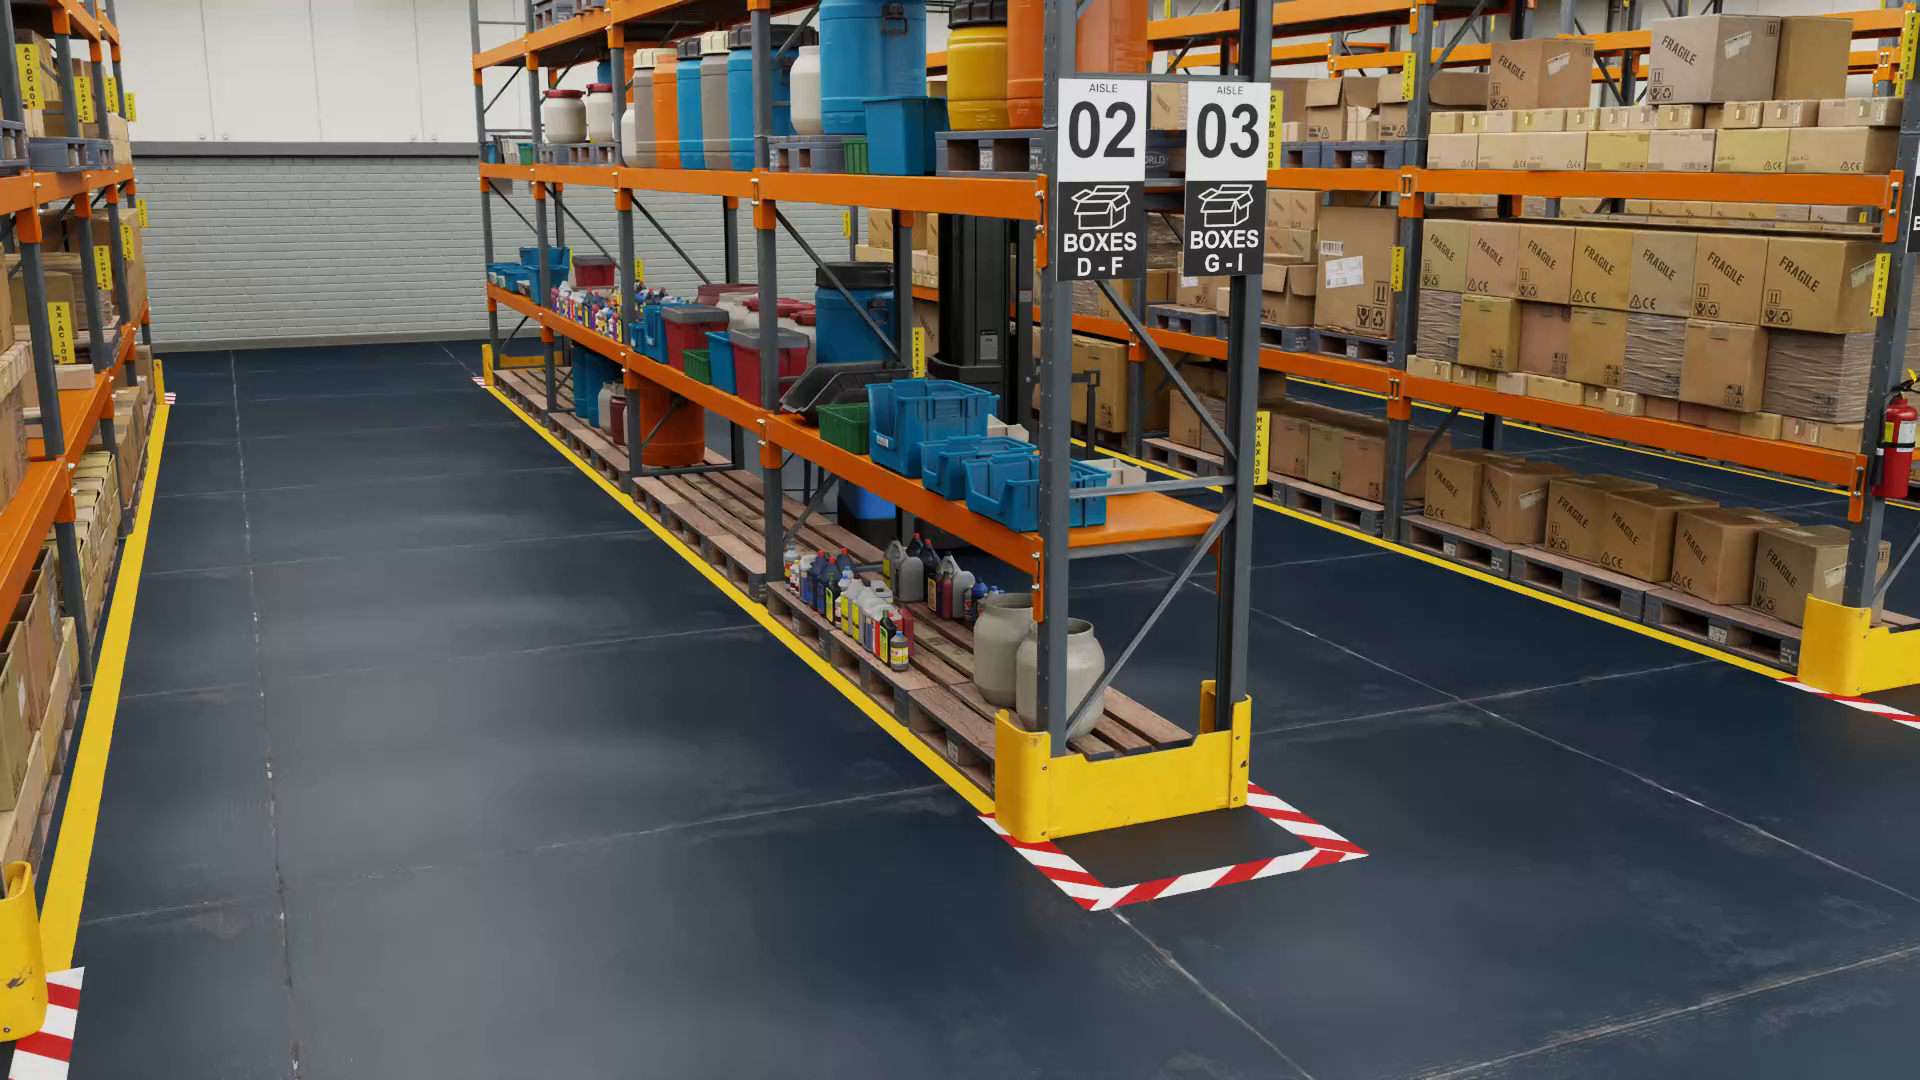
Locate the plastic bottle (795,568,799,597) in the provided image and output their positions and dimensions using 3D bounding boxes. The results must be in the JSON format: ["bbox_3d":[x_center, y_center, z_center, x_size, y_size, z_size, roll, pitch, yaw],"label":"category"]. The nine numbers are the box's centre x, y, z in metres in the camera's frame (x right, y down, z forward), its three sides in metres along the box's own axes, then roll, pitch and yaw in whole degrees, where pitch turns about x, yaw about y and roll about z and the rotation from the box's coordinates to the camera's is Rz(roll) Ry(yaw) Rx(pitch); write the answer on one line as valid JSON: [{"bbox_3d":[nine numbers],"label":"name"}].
[{"bbox_3d":[-0.982,0.250,10.369,0.097,0.201,0.097,0,13,0],"label":"plastic bottle"}]

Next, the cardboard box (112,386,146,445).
[{"bbox_3d":[-8.074,-1.173,15.856,0.500,0.500,0.500,-6,14,-23],"label":"cardboard box"}]

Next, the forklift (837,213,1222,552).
[{"bbox_3d":[0.609,-1.458,12.669,3.031,2.935,1.130,-3,13,-12],"label":"forklift"}]

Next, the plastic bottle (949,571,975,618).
[{"bbox_3d":[0.000,0.313,9.929,0.152,0.276,0.135,-5,14,-22],"label":"plastic bottle"}]

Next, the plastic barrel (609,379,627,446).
[{"bbox_3d":[-3.056,-1.236,15.974,0.600,0.588,0.708,-6,14,-23],"label":"plastic barrel"}]

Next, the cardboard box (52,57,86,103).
[{"bbox_3d":[-8.764,-4.347,15.909,0.700,0.500,0.500,-6,14,-23],"label":"cardboard box"}]

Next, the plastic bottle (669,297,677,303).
[{"bbox_3d":[-2.753,-2.194,15.983,0.097,0.271,0.097,0,13,0],"label":"plastic bottle"}]

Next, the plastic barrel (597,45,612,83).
[{"bbox_3d":[-3.170,-4.271,15.976,0.600,0.901,0.708,-6,14,-23],"label":"plastic barrel"}]

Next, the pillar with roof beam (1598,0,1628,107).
[{"bbox_3d":[8.370,-8.490,29.595,9.100,9.000,0.400,-6,14,-23],"label":"pillar with roof beam"}]

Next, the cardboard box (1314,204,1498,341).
[{"bbox_3d":[3.559,-2.168,13.322,1.000,1.000,1.000,-6,14,-23],"label":"cardboard box"}]

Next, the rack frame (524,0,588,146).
[{"bbox_3d":[-3.994,-5.622,17.205,1.000,3.000,0.127,-6,14,-23],"label":"rack frame"}]

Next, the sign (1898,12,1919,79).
[{"bbox_3d":[4.835,-2.515,8.466,0.100,0.325,0.005,-6,14,-23],"label":"sign"}]

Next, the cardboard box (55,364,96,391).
[{"bbox_3d":[-6.318,-1.143,11.715,0.380,0.149,0.250,-6,14,-23],"label":"cardboard box"}]

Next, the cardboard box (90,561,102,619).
[{"bbox_3d":[-5.468,0.323,9.987,0.500,0.250,0.500,-5,14,-22],"label":"cardboard box"}]

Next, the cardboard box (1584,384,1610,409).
[{"bbox_3d":[4.314,-0.944,10.853,0.380,0.149,0.250,-6,14,-23],"label":"cardboard box"}]

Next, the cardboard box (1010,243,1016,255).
[{"bbox_3d":[0.808,-3.553,19.123,0.797,0.503,0.637,-6,14,-24],"label":"cardboard box"}]

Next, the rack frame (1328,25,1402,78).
[{"bbox_3d":[5.129,-6.497,20.984,1.000,3.000,0.127,-6,14,-23],"label":"rack frame"}]

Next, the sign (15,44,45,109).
[{"bbox_3d":[-4.822,-2.402,8.623,0.100,0.325,0.005,-6,14,-23],"label":"sign"}]

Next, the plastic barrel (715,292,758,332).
[{"bbox_3d":[-1.784,-1.734,13.464,0.421,0.512,0.421,0,13,0],"label":"plastic barrel"}]

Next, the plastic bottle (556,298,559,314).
[{"bbox_3d":[-4.122,-2.439,17.195,0.097,0.201,0.097,0,13,0],"label":"plastic bottle"}]

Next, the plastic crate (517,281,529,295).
[{"bbox_3d":[-4.967,-2.933,19.342,0.293,0.136,0.466,-6,14,-23],"label":"plastic crate"}]

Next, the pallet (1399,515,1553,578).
[{"bbox_3d":[4.050,0.000,12.402,1.003,0.211,1.213,-6,14,-23],"label":"pallet"}]

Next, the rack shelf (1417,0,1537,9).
[{"bbox_3d":[4.550,-3.652,10.293,1.077,0.370,4.000,-6,14,-23],"label":"rack shelf"}]

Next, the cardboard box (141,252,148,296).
[{"bbox_3d":[-9.708,-3.060,19.218,0.500,0.500,0.500,-5,14,-21],"label":"cardboard box"}]

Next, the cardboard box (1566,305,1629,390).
[{"bbox_3d":[4.495,-1.282,10.873,0.875,0.500,0.500,-6,14,-23],"label":"cardboard box"}]

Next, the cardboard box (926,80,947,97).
[{"bbox_3d":[-0.258,-5.684,21.086,0.500,0.250,0.500,-6,14,-25],"label":"cardboard box"}]

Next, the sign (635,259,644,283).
[{"bbox_3d":[-3.489,-2.884,18.064,0.100,0.325,0.005,-6,14,-23],"label":"sign"}]

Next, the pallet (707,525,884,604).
[{"bbox_3d":[-1.140,0.153,11.741,1.003,0.211,1.213,-6,14,-23],"label":"pallet"}]

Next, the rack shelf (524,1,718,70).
[{"bbox_3d":[-3.193,-4.664,15.546,1.077,0.370,4.000,-6,14,-23],"label":"rack shelf"}]

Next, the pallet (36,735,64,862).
[{"bbox_3d":[-4.557,1.179,7.308,1.003,0.211,1.213,-6,14,-23],"label":"pallet"}]

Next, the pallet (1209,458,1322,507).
[{"bbox_3d":[2.943,-0.549,14.773,1.003,0.211,1.213,-6,14,-23],"label":"pallet"}]

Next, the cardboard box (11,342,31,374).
[{"bbox_3d":[-5.024,-0.928,8.567,0.380,0.149,0.250,-6,14,-23],"label":"cardboard box"}]

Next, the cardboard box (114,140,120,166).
[{"bbox_3d":[-8.699,-3.868,16.609,0.500,0.250,0.500,-6,14,-23],"label":"cardboard box"}]

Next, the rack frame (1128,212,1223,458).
[{"bbox_3d":[2.147,-2.321,16.244,1.000,3.000,0.127,-6,14,-23],"label":"rack frame"}]

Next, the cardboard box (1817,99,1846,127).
[{"bbox_3d":[4.957,-2.344,9.141,0.380,0.149,0.250,-6,14,-25],"label":"cardboard box"}]

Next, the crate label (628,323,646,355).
[{"bbox_3d":[-2.566,-1.671,13.808,0.303,0.233,0.416,-6,14,-23],"label":"crate label"}]

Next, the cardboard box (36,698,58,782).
[{"bbox_3d":[-4.337,0.920,7.408,0.500,0.250,0.500,-6,14,-23],"label":"cardboard box"}]

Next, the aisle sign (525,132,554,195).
[{"bbox_3d":[-5.357,-4.834,21.338,0.394,0.787,0.004,-6,14,-23],"label":"aisle sign"}]

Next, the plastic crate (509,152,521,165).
[{"bbox_3d":[-4.852,-4.261,18.560,0.293,0.136,0.466,-6,14,-23],"label":"plastic crate"}]

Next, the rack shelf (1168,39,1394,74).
[{"bbox_3d":[4.328,-6.558,22.851,1.077,0.370,4.000,-6,14,-23],"label":"rack shelf"}]

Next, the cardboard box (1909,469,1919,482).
[{"bbox_3d":[8.522,-0.954,14.122,0.875,0.875,0.875,-5,14,-22],"label":"cardboard box"}]

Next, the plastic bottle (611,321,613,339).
[{"bbox_3d":[-3.067,-1.895,14.844,0.097,0.201,0.097,0,13,0],"label":"plastic bottle"}]

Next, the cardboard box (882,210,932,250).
[{"bbox_3d":[-0.700,-4.077,21.844,0.500,0.500,0.500,-6,14,-24],"label":"cardboard box"}]

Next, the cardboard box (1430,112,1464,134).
[{"bbox_3d":[3.597,-2.982,11.897,0.380,0.149,0.250,-6,14,-25],"label":"cardboard box"}]

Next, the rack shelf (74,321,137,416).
[{"bbox_3d":[-7.733,-1.489,14.248,1.077,0.370,4.000,-6,14,-23],"label":"rack shelf"}]

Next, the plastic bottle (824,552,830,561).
[{"bbox_3d":[-0.811,0.222,10.306,0.061,0.283,0.133,-6,14,-23],"label":"plastic bottle"}]

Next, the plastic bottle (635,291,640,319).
[{"bbox_3d":[-3.244,-2.362,16.709,0.097,0.271,0.097,0,13,0],"label":"plastic bottle"}]

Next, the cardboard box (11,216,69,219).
[{"bbox_3d":[-9.182,-2.976,16.635,0.500,0.500,0.500,-6,14,-24],"label":"cardboard box"}]

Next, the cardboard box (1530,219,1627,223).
[{"bbox_3d":[4.383,-2.004,11.776,0.500,0.500,0.500,-6,14,-23],"label":"cardboard box"}]

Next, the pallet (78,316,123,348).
[{"bbox_3d":[-7.715,-1.734,14.137,1.003,0.211,1.213,-6,14,-23],"label":"pallet"}]

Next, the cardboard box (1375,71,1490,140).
[{"bbox_3d":[3.651,-3.316,12.734,0.797,0.503,0.637,-6,14,-26],"label":"cardboard box"}]

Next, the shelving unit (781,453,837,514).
[{"bbox_3d":[-1.174,-0.953,13.595,0.538,1.500,1.048,-2,13,-23],"label":"shelving unit"}]

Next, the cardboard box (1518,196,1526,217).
[{"bbox_3d":[8.581,-4.965,25.229,0.500,0.500,0.500,-6,14,-23],"label":"cardboard box"}]

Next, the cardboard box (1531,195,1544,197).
[{"bbox_3d":[8.755,-5.199,24.802,0.380,0.149,0.250,-6,14,-24],"label":"cardboard box"}]
